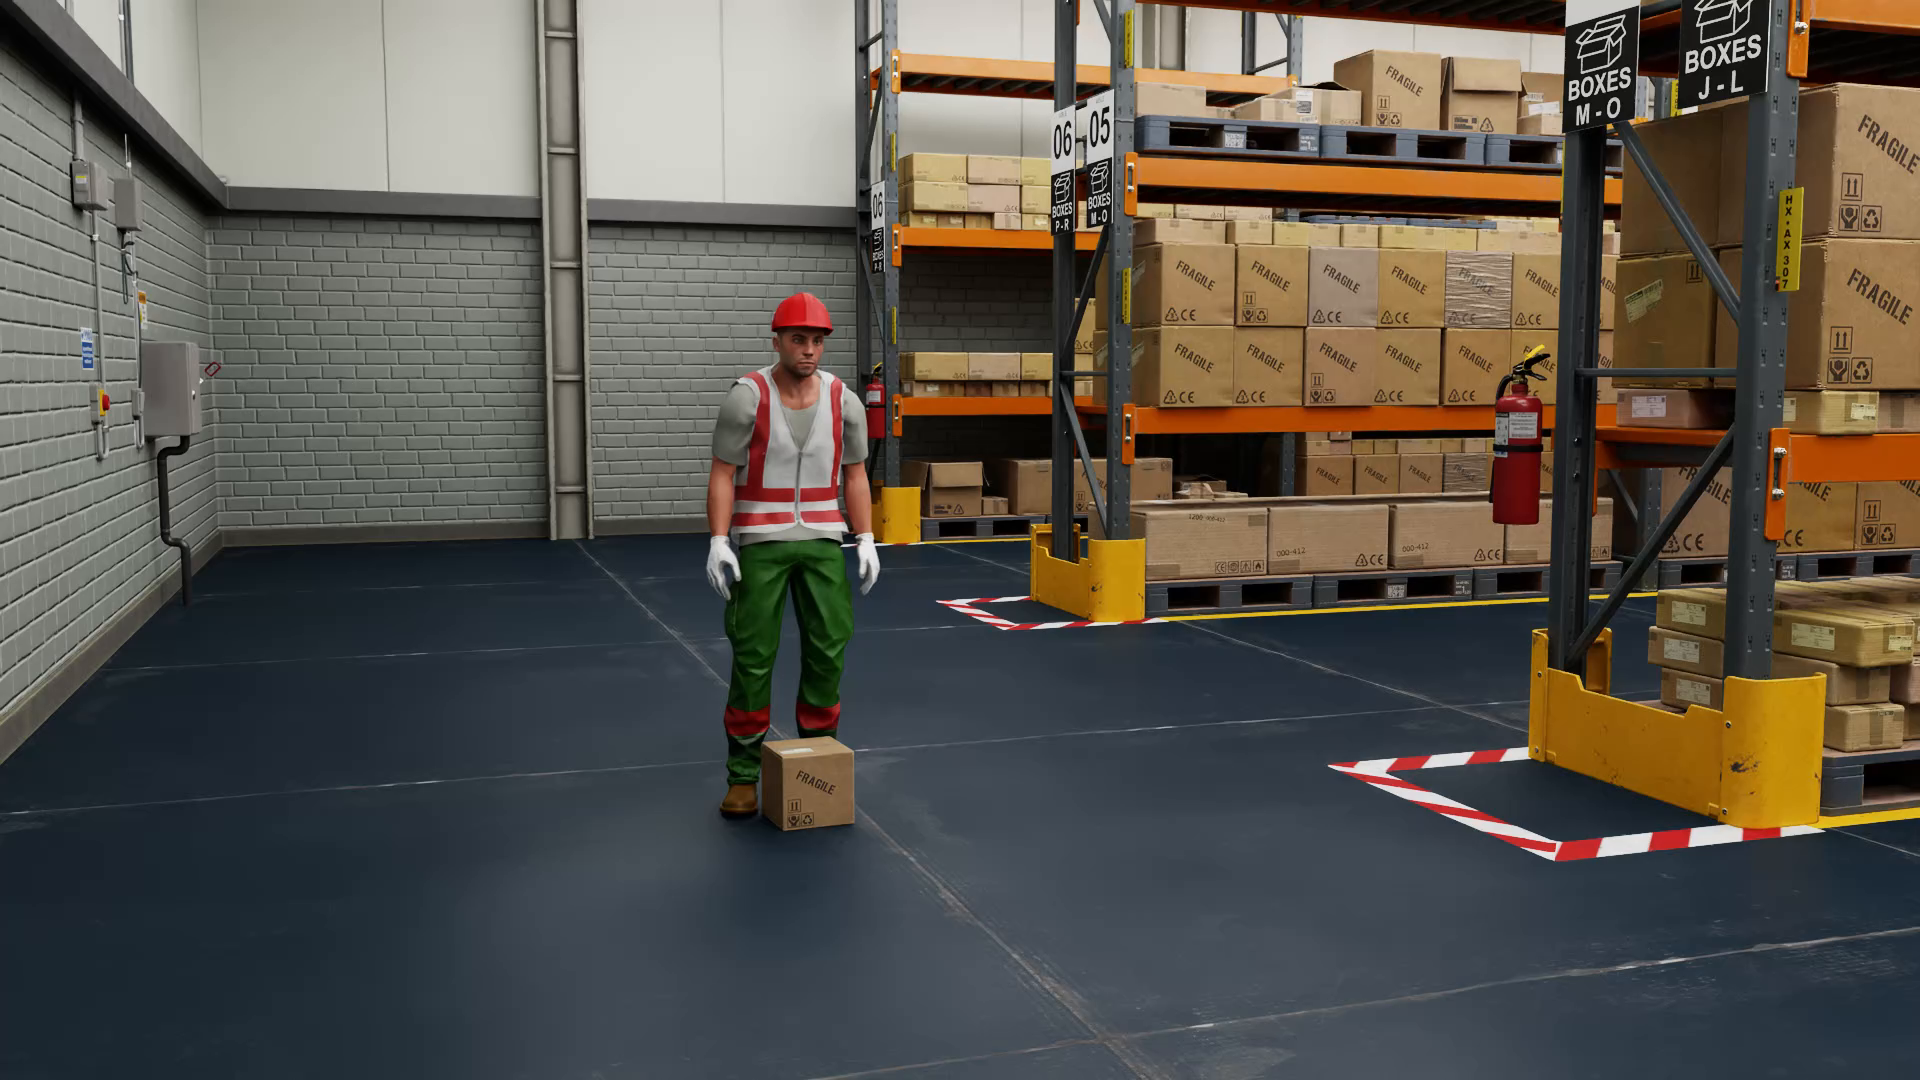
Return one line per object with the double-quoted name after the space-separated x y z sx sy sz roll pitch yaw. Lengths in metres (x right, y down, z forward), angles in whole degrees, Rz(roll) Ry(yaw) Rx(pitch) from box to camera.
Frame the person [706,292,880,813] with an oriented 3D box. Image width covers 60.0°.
-0.579 0.041 5.775 0.623 1.780 0.450 -2 6 -21 "person"
